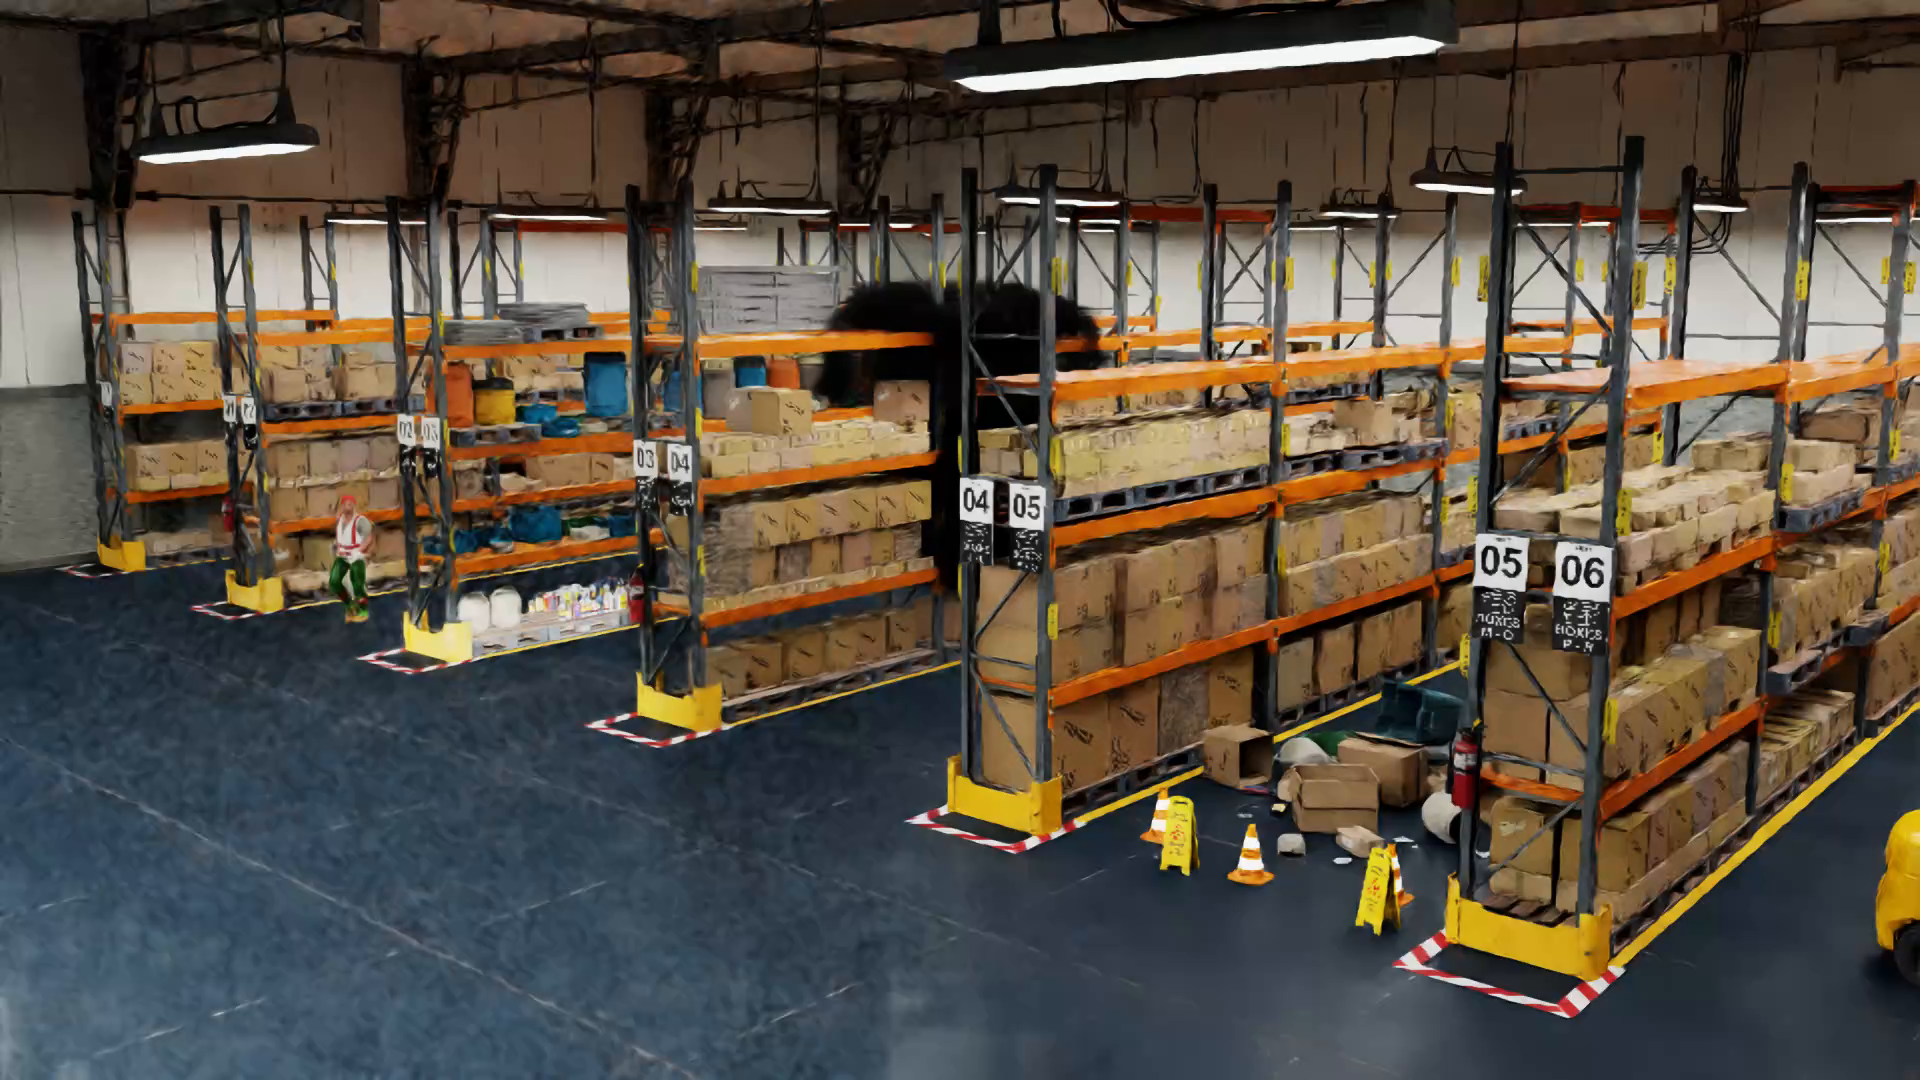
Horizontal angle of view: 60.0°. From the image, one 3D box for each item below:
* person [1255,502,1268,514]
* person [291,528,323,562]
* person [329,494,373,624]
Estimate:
[{"bbox_3d":[4.660,0.092,24.910,0.743,1.547,0.650,-9,13,-43],"label":"person"},{"bbox_3d":[-10.826,-0.284,27.643,0.680,1.795,0.771,4,10,22],"label":"person"},{"bbox_3d":[-8.319,0.265,22.660,0.678,1.786,0.557,3,10,19],"label":"person"}]
